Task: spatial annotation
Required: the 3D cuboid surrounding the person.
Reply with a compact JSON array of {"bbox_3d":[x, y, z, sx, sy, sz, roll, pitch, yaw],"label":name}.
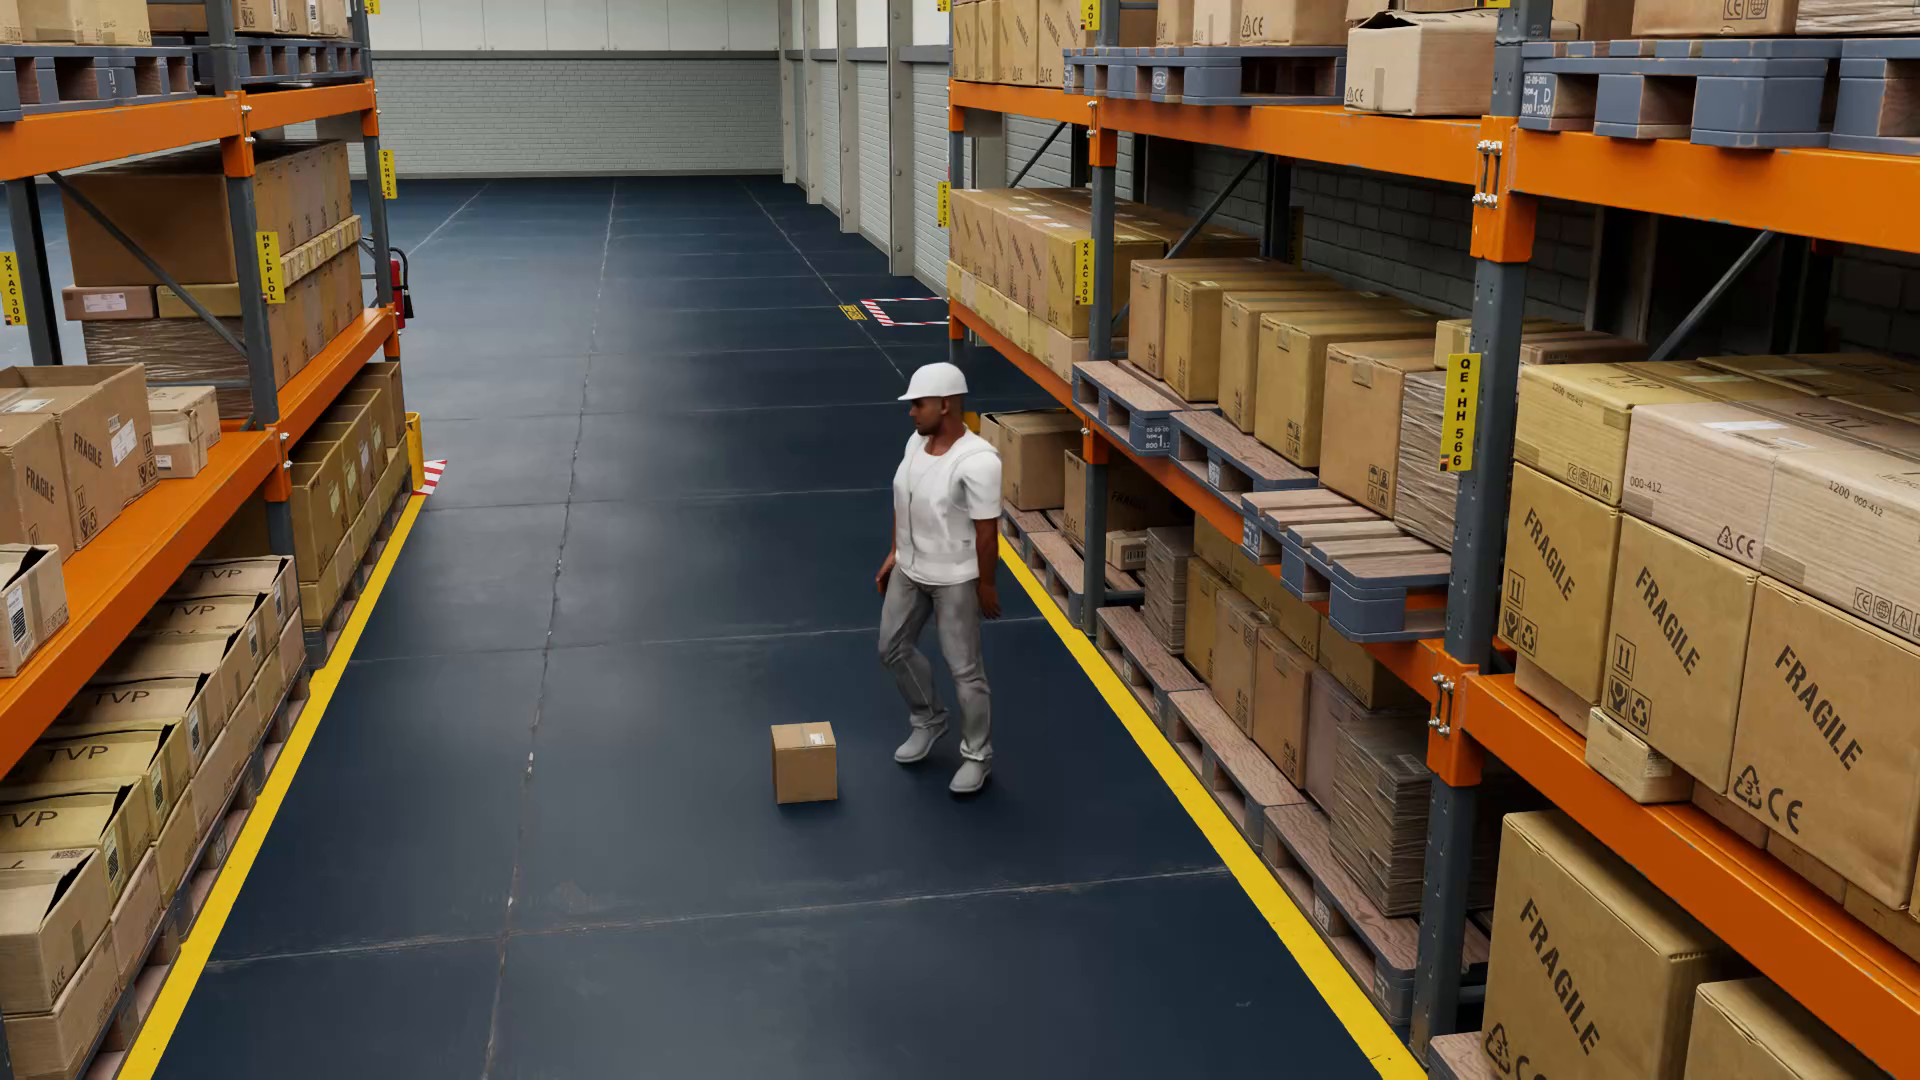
[{"bbox_3d":[-0.086,0.136,6.906,0.371,1.767,0.606,-14,21,-39],"label":"person"}]
